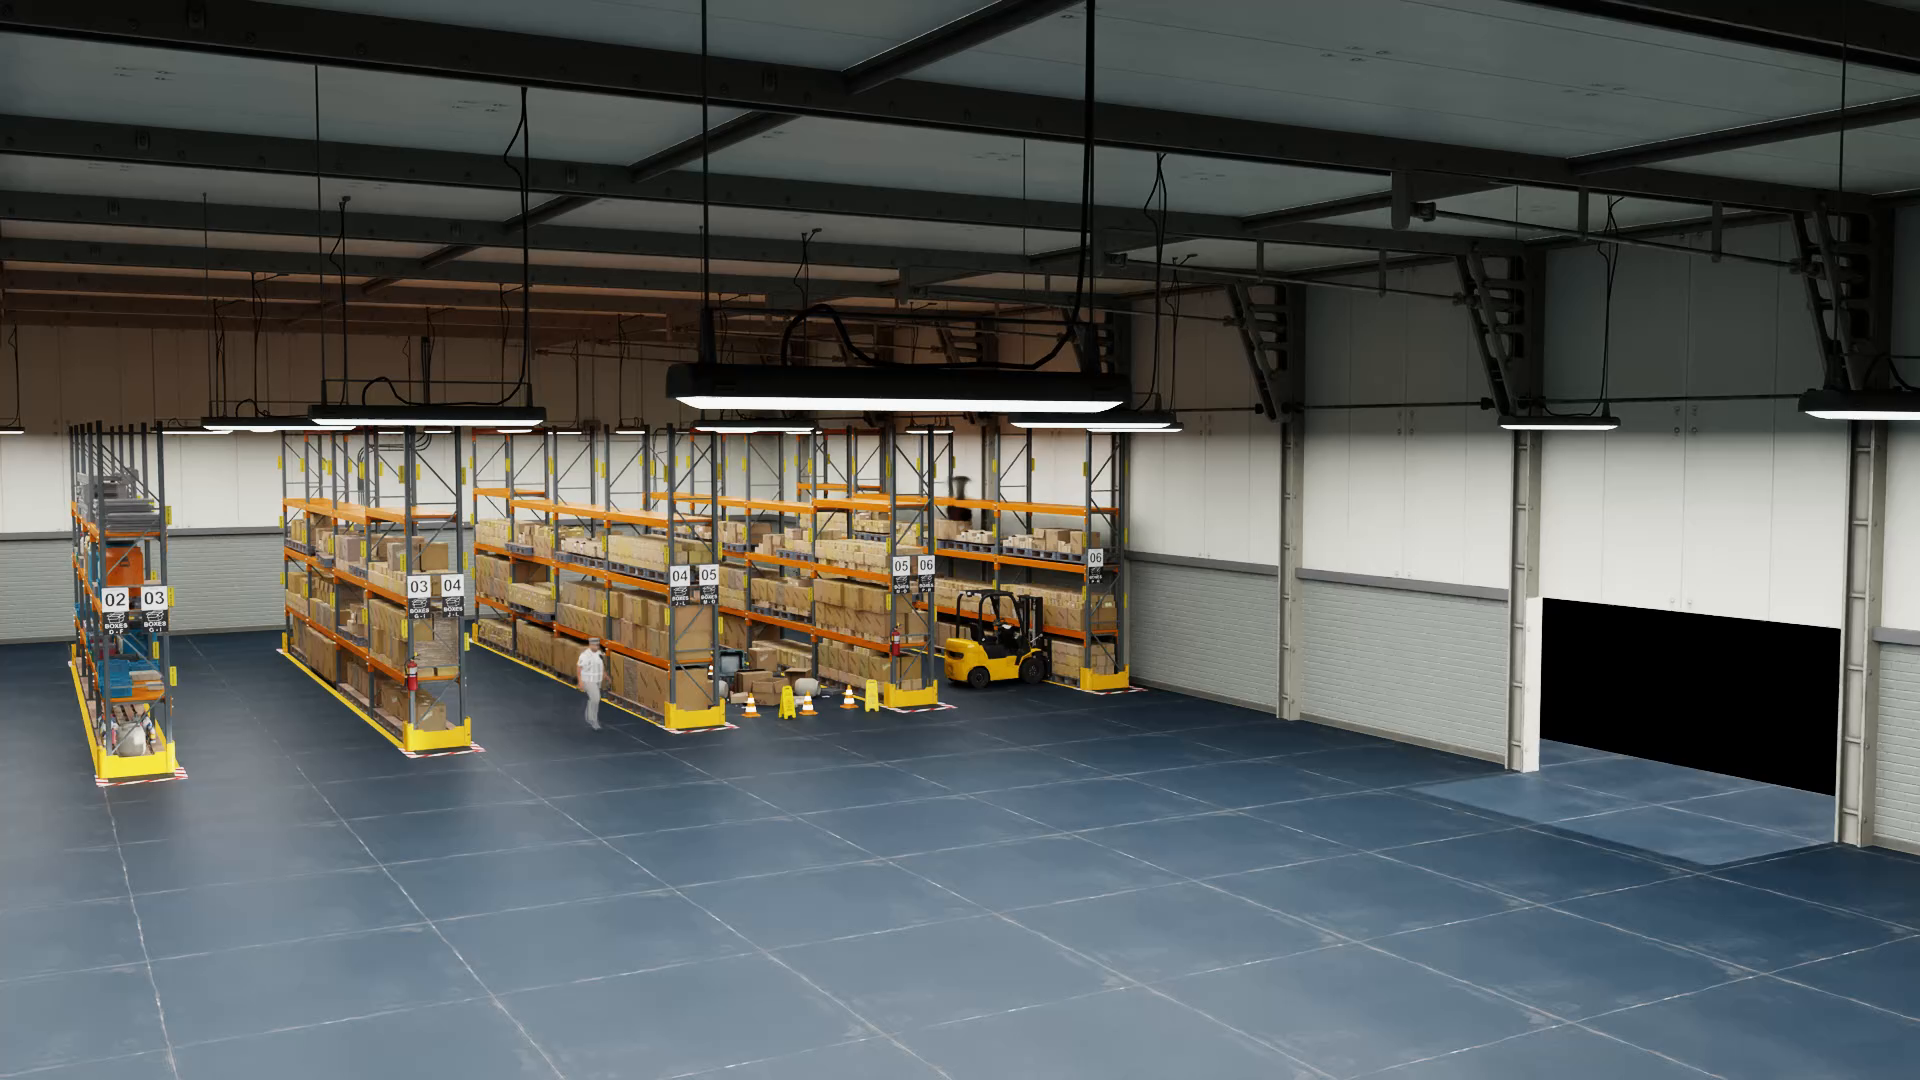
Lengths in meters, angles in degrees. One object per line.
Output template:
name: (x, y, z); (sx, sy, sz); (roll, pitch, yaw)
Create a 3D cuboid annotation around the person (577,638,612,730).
person: (-7.258, 2.821, 32.766); (0.616, 1.814, 0.626); (2, 4, 31)
